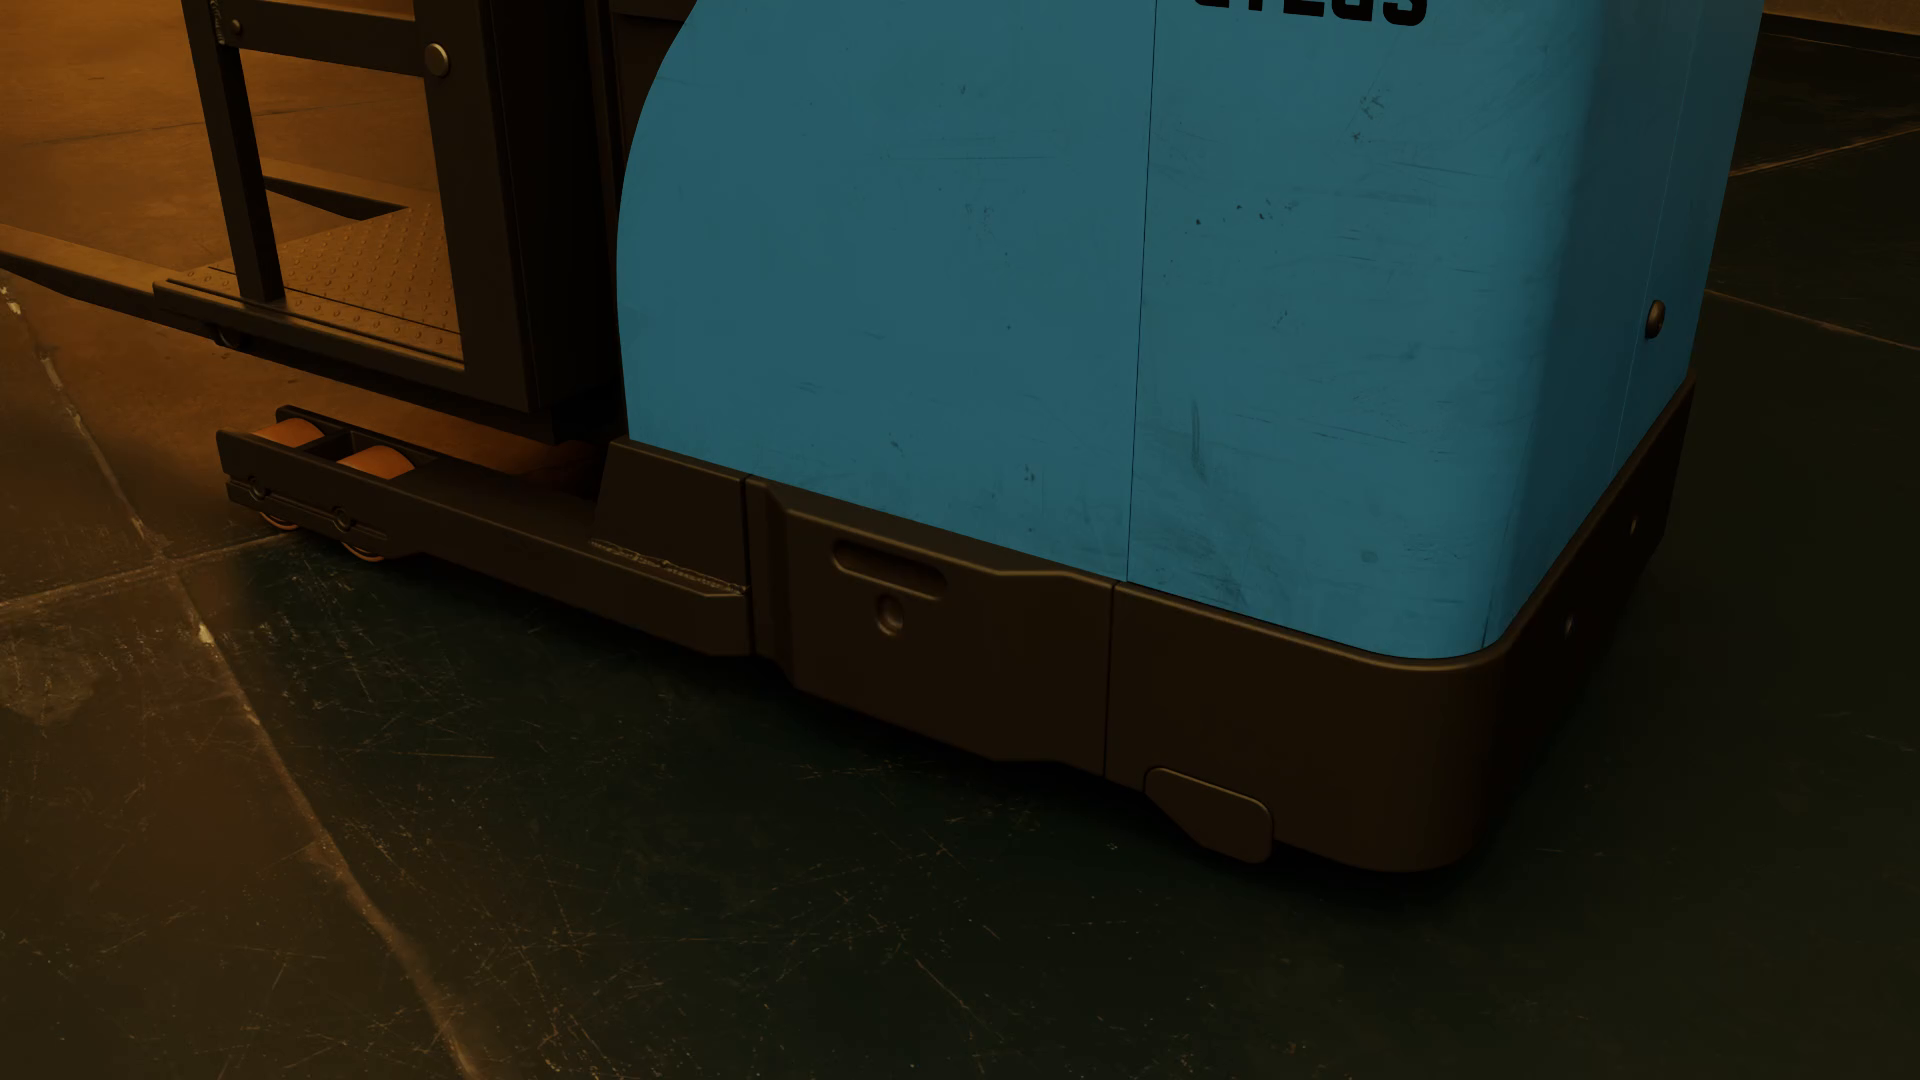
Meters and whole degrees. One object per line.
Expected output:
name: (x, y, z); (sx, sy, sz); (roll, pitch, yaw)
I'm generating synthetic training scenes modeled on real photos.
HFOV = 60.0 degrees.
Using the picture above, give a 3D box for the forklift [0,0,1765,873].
forklift: (-0.511, -1.459, 2.139); (3.031, 2.935, 1.130); (16, 31, 29)
